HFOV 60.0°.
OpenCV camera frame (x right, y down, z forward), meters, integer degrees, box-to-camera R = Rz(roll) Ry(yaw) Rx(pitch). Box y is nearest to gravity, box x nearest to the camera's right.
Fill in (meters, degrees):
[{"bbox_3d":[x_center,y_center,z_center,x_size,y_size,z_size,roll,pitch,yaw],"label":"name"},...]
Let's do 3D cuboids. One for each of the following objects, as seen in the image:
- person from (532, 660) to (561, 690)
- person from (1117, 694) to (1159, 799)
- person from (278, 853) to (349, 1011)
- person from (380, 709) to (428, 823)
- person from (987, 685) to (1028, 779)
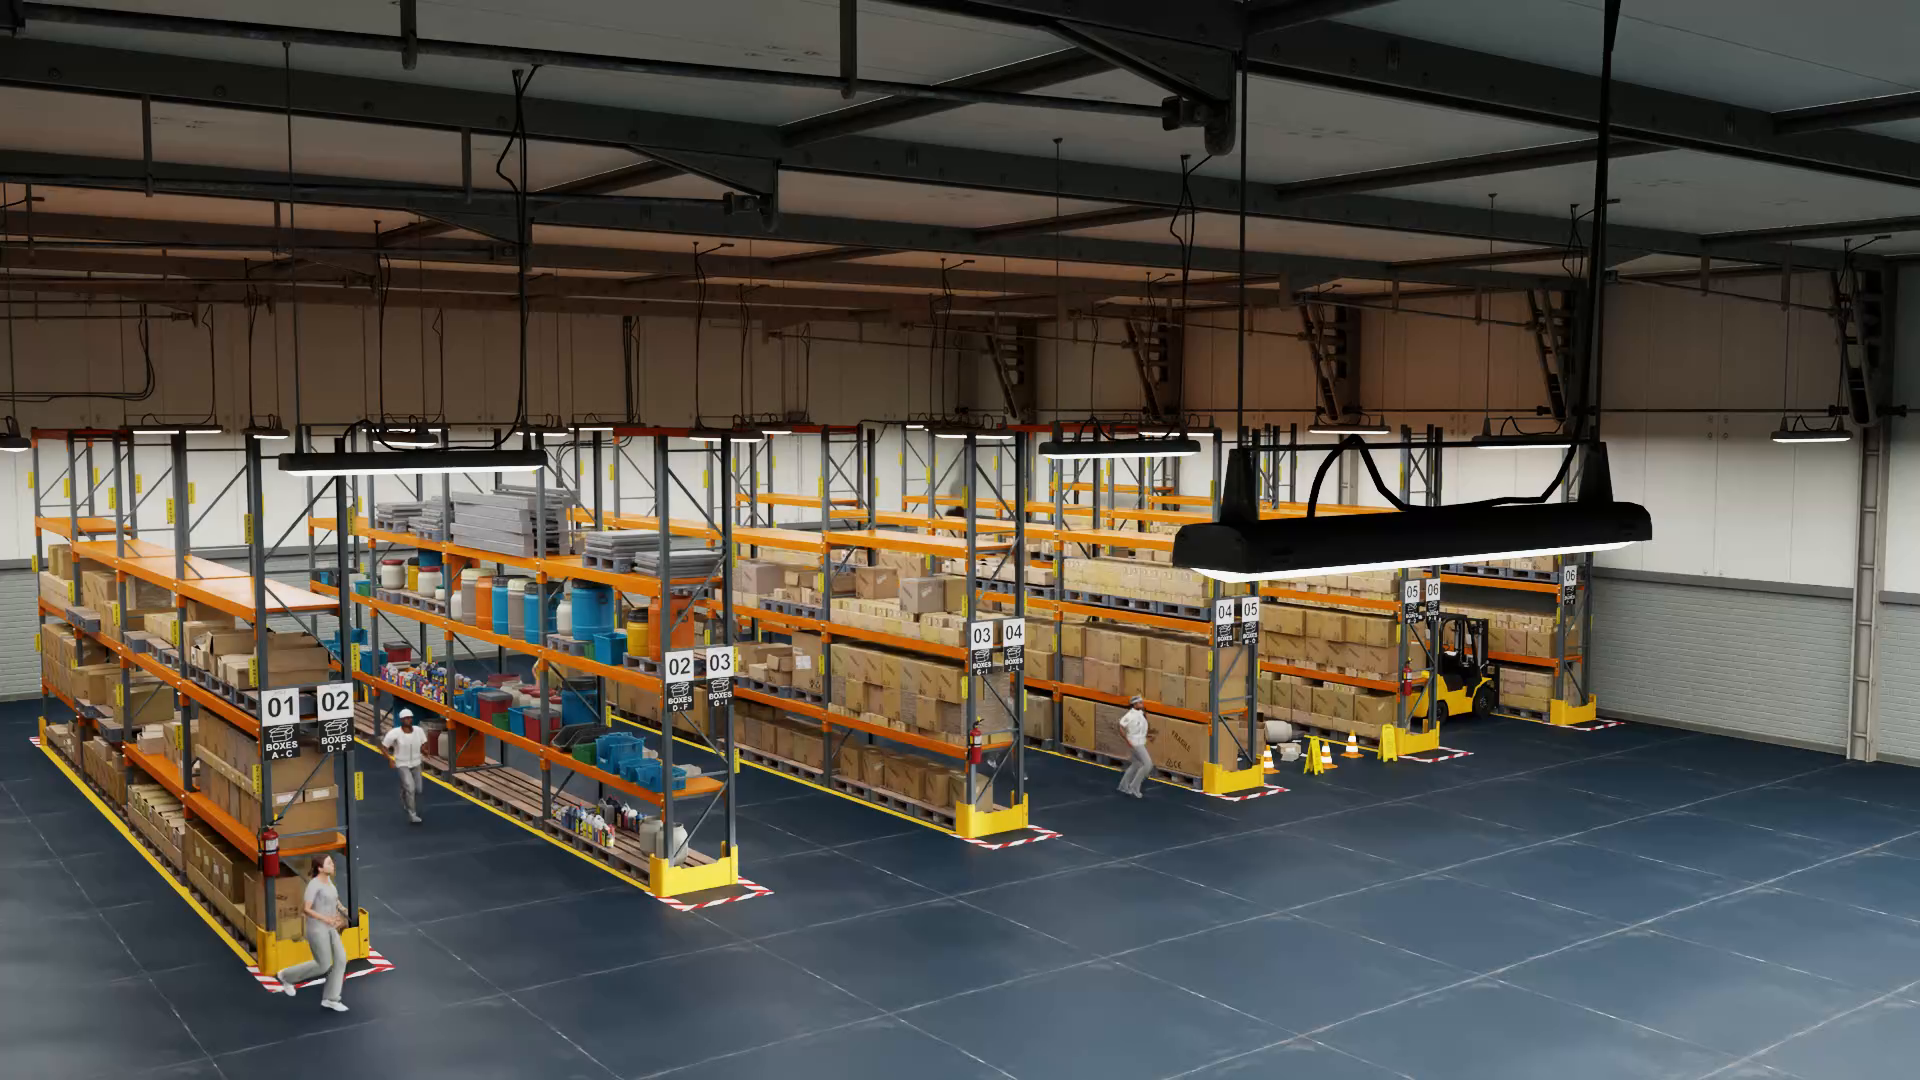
[{"bbox_3d":[-8.140,2.946,32.837,0.821,1.710,0.514,4,6,40],"label":"person"},{"bbox_3d":[2.911,3.359,27.149,0.678,1.711,0.549,2,5,22],"label":"person"},{"bbox_3d":[-6.837,4.150,17.695,0.764,1.661,0.590,0,4,1],"label":"person"},{"bbox_3d":[-8.518,3.455,25.584,0.703,1.735,0.747,-4,6,-43],"label":"person"},{"bbox_3d":[0.796,3.287,28.727,0.893,1.587,0.556,3,6,36],"label":"person"}]
